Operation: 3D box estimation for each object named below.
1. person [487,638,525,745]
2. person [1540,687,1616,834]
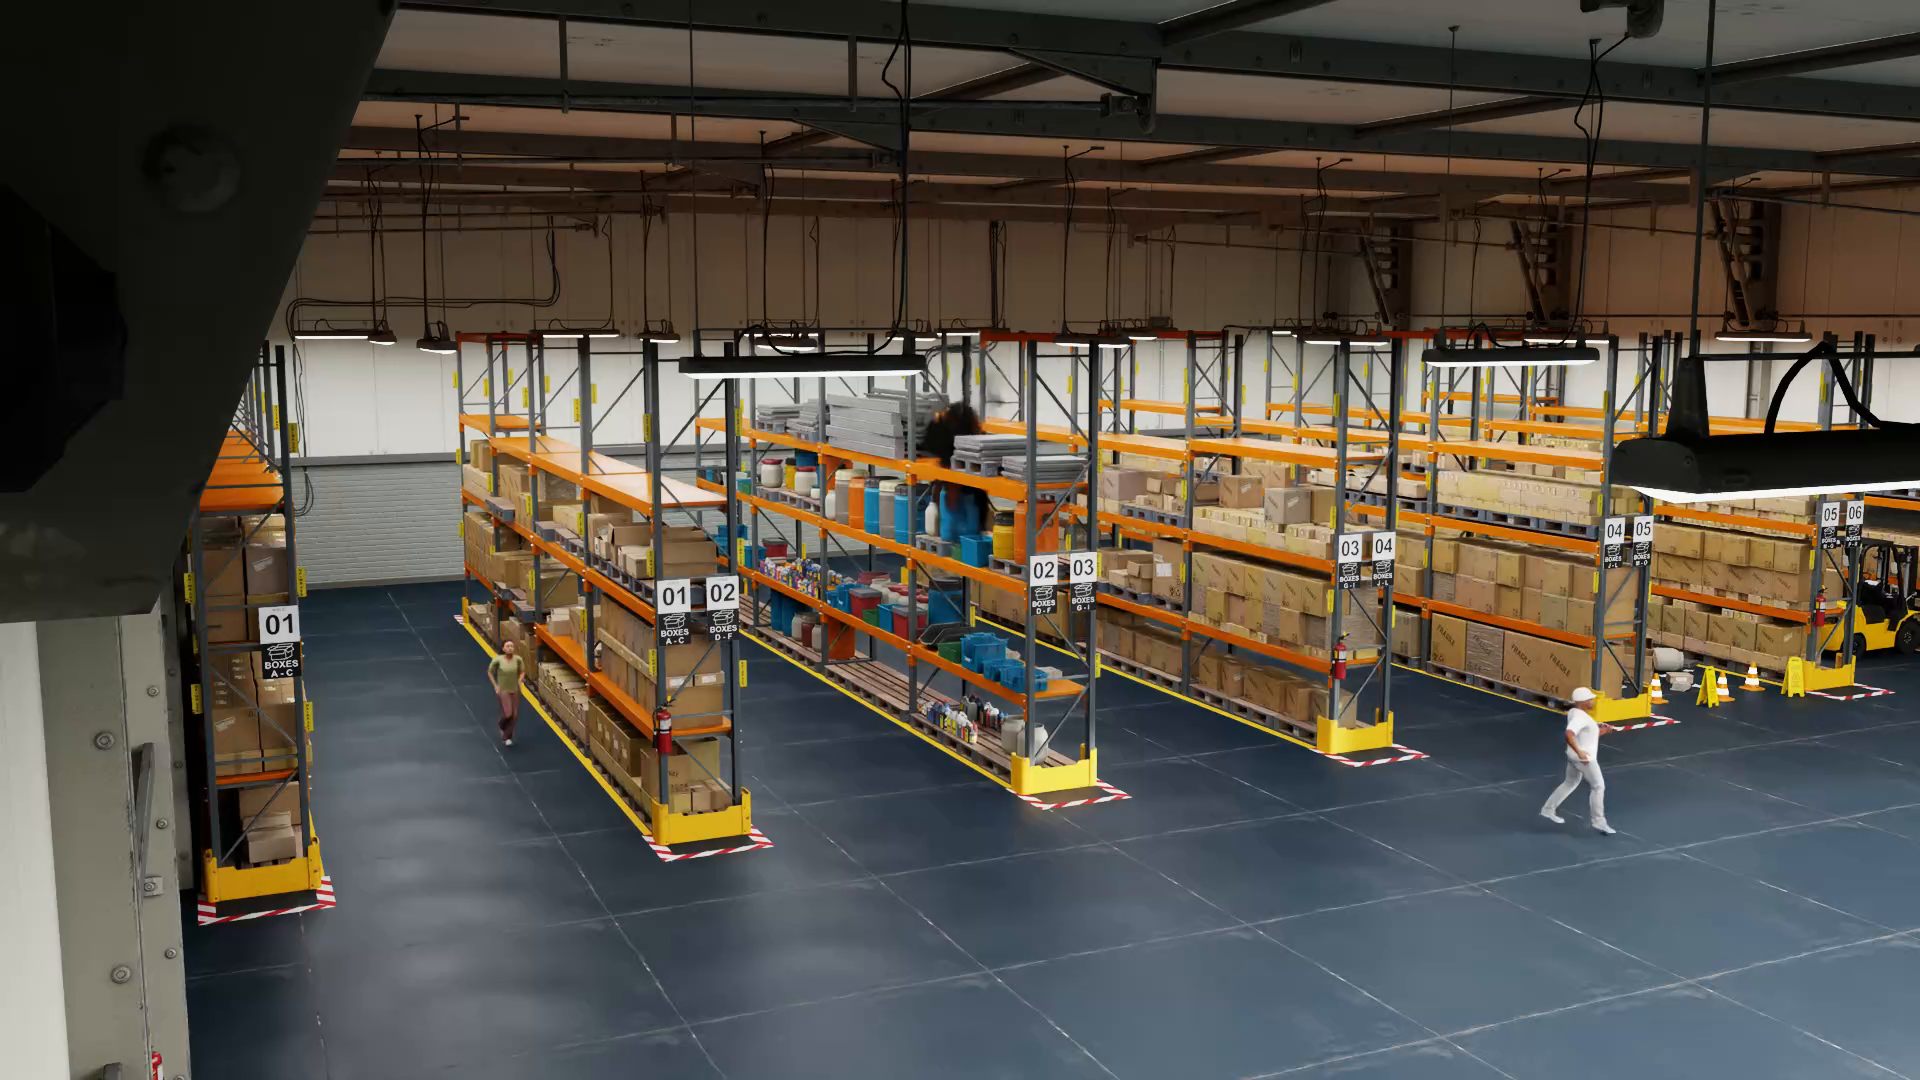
[{"bbox_3d":[-6.633,2.241,24.490,0.523,1.610,0.534,-5,9,-33],"label":"person"},{"bbox_3d":[7.626,2.696,20.420,0.879,1.803,0.682,0,8,3],"label":"person"}]
